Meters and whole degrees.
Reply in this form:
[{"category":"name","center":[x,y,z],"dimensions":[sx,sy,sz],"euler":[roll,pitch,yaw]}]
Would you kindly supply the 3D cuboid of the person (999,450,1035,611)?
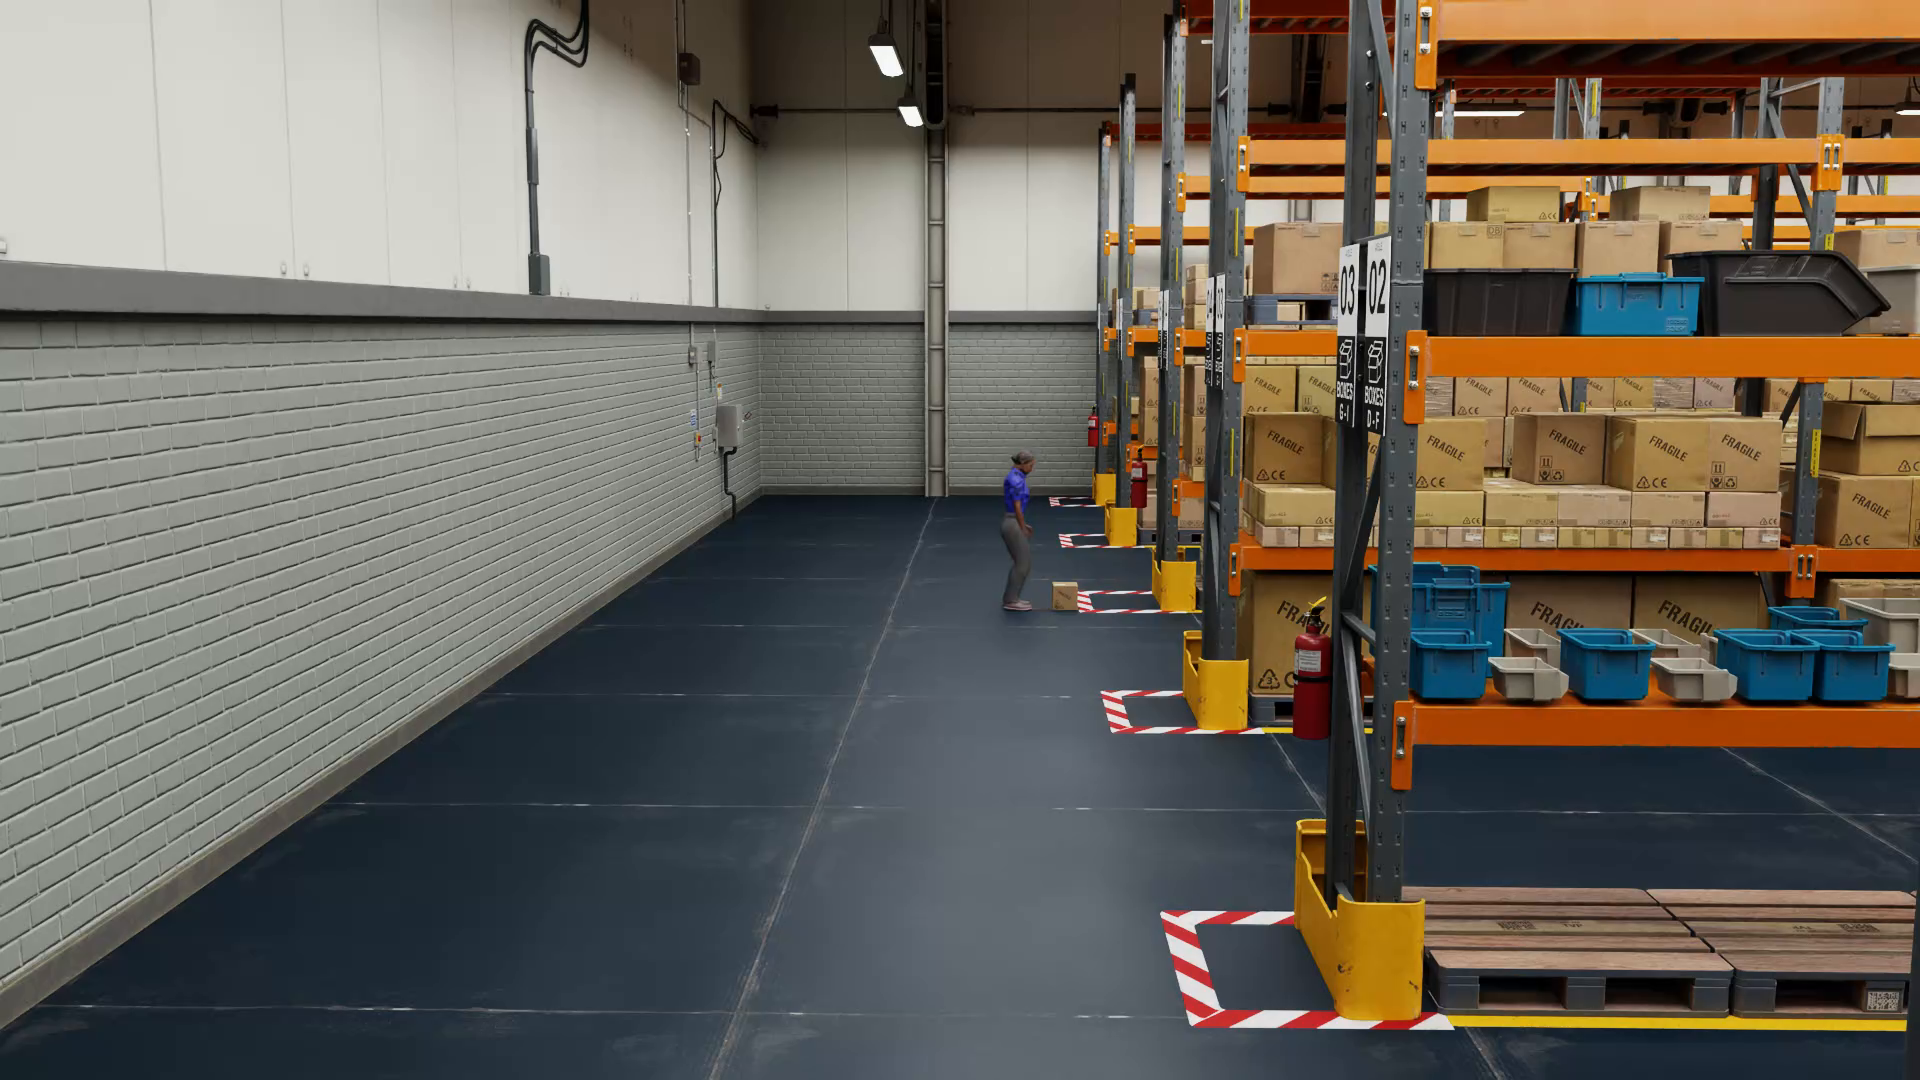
[{"category":"person","center":[0.579,-0.105,16.819],"dimensions":[0.361,1.617,0.453],"euler":[0,7,3]}]
